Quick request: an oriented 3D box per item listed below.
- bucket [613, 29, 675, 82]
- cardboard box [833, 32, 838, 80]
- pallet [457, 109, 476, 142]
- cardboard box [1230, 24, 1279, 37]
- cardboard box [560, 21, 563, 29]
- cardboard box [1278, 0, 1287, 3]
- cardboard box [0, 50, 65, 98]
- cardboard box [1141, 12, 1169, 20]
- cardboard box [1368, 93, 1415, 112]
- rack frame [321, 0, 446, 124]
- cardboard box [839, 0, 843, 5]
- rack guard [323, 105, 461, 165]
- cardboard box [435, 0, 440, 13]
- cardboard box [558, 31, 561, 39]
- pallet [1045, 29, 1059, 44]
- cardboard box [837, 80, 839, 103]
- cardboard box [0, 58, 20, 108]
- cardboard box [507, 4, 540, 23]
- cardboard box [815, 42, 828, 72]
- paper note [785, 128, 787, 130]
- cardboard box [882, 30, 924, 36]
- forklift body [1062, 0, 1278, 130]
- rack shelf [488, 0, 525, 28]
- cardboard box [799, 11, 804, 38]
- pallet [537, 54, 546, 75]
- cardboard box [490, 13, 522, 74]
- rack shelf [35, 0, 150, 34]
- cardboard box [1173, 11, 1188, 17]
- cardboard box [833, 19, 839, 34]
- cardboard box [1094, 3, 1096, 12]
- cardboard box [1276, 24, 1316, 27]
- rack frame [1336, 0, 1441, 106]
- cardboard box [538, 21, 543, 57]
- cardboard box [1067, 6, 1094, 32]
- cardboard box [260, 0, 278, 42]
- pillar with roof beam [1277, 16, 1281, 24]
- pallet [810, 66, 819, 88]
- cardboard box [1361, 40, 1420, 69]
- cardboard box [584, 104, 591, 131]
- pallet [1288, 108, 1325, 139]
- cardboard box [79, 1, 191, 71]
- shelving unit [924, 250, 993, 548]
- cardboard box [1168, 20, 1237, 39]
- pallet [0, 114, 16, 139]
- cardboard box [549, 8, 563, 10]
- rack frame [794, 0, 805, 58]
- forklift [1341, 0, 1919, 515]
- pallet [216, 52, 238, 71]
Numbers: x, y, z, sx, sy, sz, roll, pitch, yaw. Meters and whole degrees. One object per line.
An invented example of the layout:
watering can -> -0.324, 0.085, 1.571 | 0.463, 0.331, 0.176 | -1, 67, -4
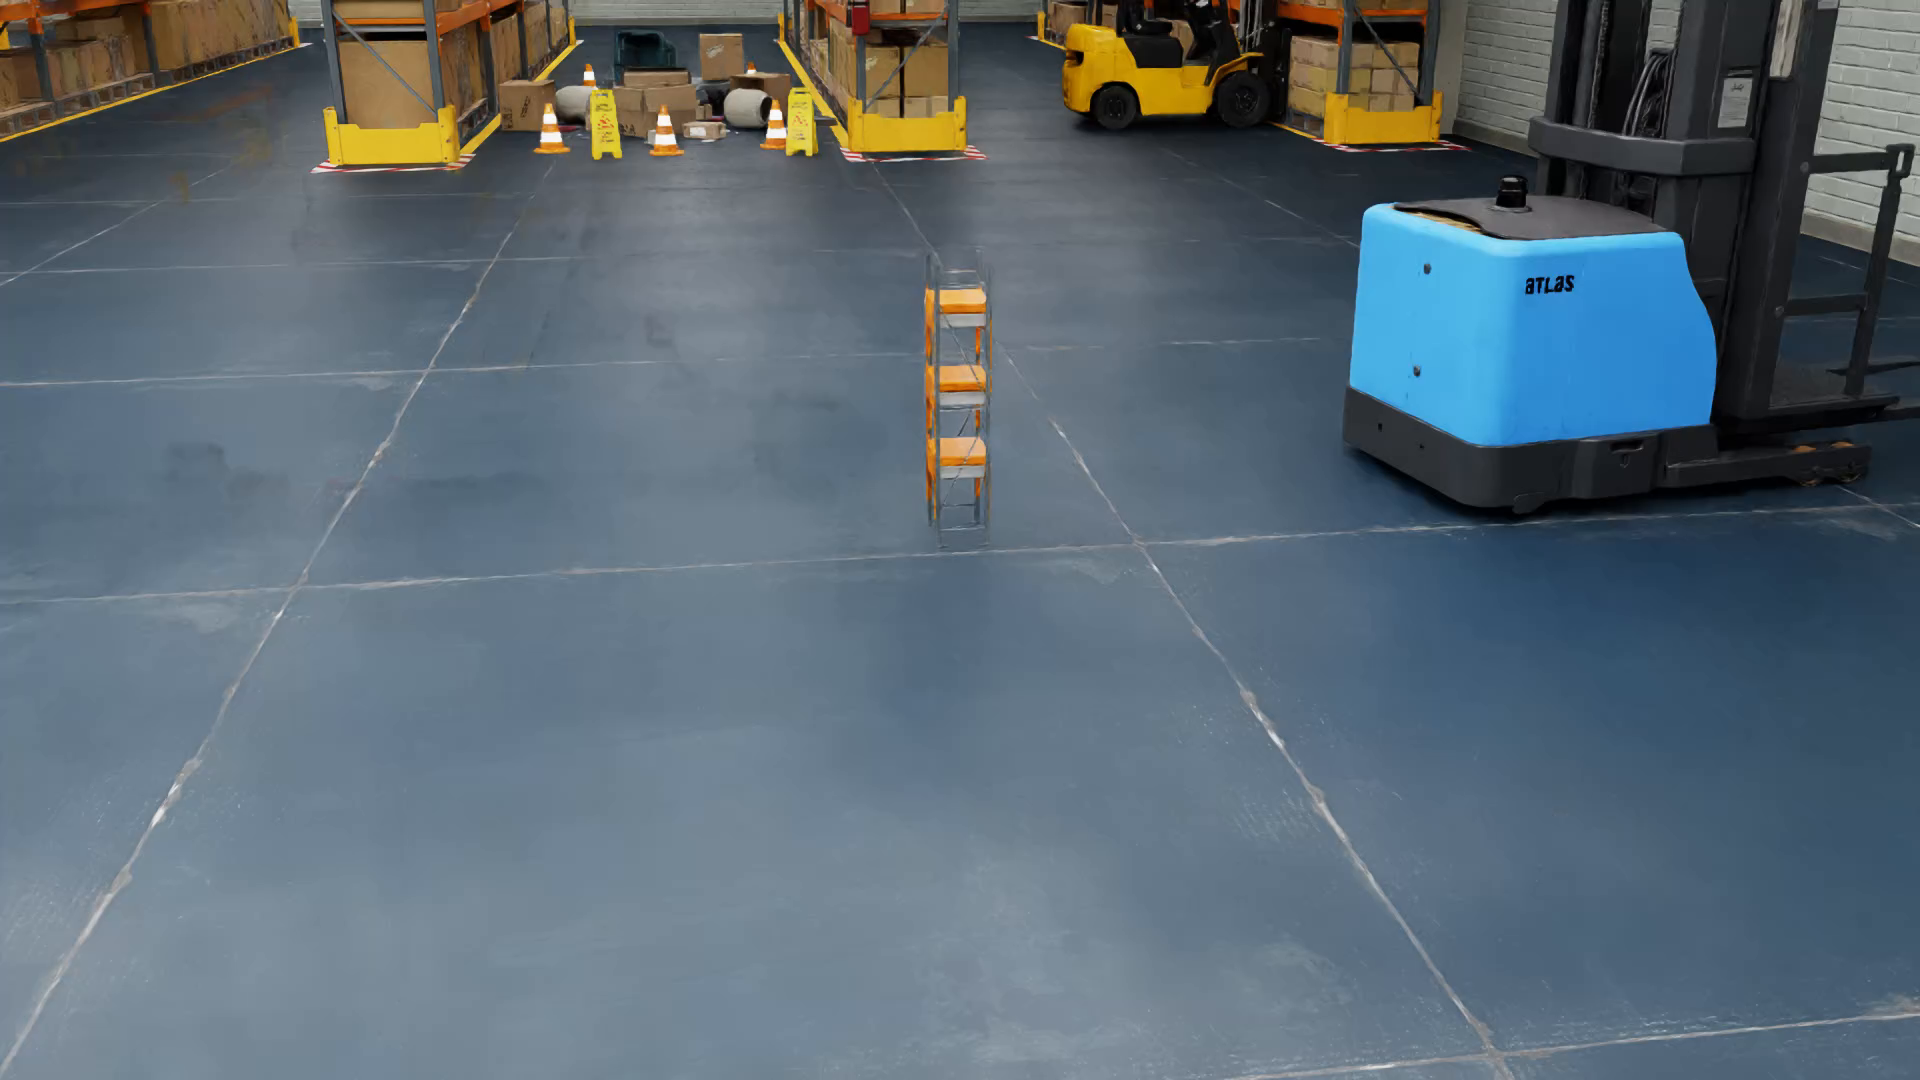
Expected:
bucket -> -3.681, -5.675, 19.630 | 0.726, 0.611, 0.620 | 4, 11, 11
cardboard box -> -1.191, -5.569, 19.098 | 0.500, 0.500, 0.500 | -2, 21, -6
pallet -> -5.770, -4.430, 17.777 | 1.003, 0.211, 1.213 | -3, 21, -8
cardboard box -> 3.573, -6.157, 20.315 | 0.500, 0.250, 0.500 | -3, 21, -9
cardboard box -> -7.189, -9.056, 29.224 | 0.380, 0.149, 0.250 | -3, 21, -7
cardboard box -> 3.836, -6.314, 18.690 | 0.500, 0.500, 0.500 | -3, 21, -7
cardboard box -> -10.972, -5.461, 19.494 | 0.700, 0.500, 0.500 | -5, 21, -12
cardboard box -> 2.915, -7.836, 24.955 | 0.380, 0.149, 0.250 | -4, 21, -10
cardboard box -> 4.513, -4.667, 17.755 | 0.500, 0.250, 0.500 | -3, 21, -8
rack frame -> -5.405, -5.042, 15.429 | 1.000, 3.000, 0.127 | -3, 21, -8
cardboard box -> -1.131, -5.940, 18.191 | 0.380, 0.149, 0.250 | -3, 21, -8
rack guard -> -5.402, -3.863, 15.845 | 1.175, 0.500, 0.348 | -3, 21, -8
cardboard box -> -5.604, -5.428, 16.248 | 0.875, 0.550, 0.550 | -3, 21, -8
cardboard box -> -7.172, -8.826, 29.035 | 0.380, 0.149, 0.250 | -3, 21, -7
pallet -> 2.210, -9.510, 31.376 | 1.003, 0.211, 1.213 | -3, 21, -8
cardboard box -> -1.113, -5.035, 18.739 | 0.500, 0.250, 0.500 | -3, 21, -8
cardboard box -> -10.886, -5.097, 18.549 | 0.500, 0.500, 0.500 | -4, 21, -9
cardboard box -> -6.626, -7.968, 25.164 | 0.500, 0.250, 0.500 | -4, 21, -10
cardboard box -> -1.489, -6.611, 22.786 | 0.950, 0.372, 0.625 | -3, 21, -9
paper note -> -1.920, -4.540, 18.329 | 0.142, 0.019, 0.148 | -11, 23, -26
cardboard box -> -0.672, -5.605, 19.193 | 0.500, 0.500, 0.500 | -3, 21, -7
forklift body -> 2.311, -5.746, 18.525 | 2.313, 2.155, 1.214 | -3, 21, -8
rack shelf -> -6.270, -6.783, 21.117 | 1.077, 0.370, 4.000 | -3, 21, -8
cardboard box -> -2.365, -9.011, 29.117 | 0.875, 0.438, 0.875 | -4, 21, -9
pallet -> -6.842, -7.198, 25.187 | 1.003, 0.211, 1.213 | -3, 21, -8
cardboard box -> -6.560, -6.740, 22.589 | 1.050, 0.750, 0.750 | -3, 21, -8
rack shelf -> -11.193, -6.568, 20.541 | 1.077, 0.370, 4.000 | -3, 21, -8
cardboard box -> 3.458, -7.968, 25.307 | 0.380, 0.149, 0.250 | -2, 21, -6
cardboard box -> -1.246, -5.834, 18.879 | 0.380, 0.149, 0.250 | -2, 21, -6
cardboard box -> 2.449, -8.925, 27.871 | 0.380, 0.149, 0.250 | -2, 21, -5
cardboard box -> 4.076, -6.180, 20.376 | 0.500, 0.250, 0.500 | -3, 21, -7
rack frame -> 4.390, -5.579, 16.865 | 1.000, 3.000, 0.127 | -3, 21, -8
cardboard box -> -6.636, -7.624, 25.314 | 0.500, 0.500, 0.500 | -3, 21, -9
cardboard box -> 2.312, -9.270, 29.722 | 0.700, 0.500, 0.500 | -4, 21, -10
cardboard box -> -12.332, -9.036, 28.558 | 0.875, 0.875, 0.875 | -3, 21, -8
pillar with roof beam -> 0.056, -10.536, 21.564 | 9.100, 9.000, 0.400 | -3, 21, -8
pallet -> -1.563, -6.520, 23.371 | 1.003, 0.211, 1.213 | -3, 21, -8
cardboard box -> 4.508, -5.132, 17.569 | 0.500, 0.250, 0.500 | -3, 21, -9
cardboard box -> -3.911, -4.644, 18.271 | 0.396, 0.266, 0.258 | 1, 20, 2
pallet -> 4.238, -4.535, 18.056 | 1.003, 0.211, 1.213 | -3, 21, -8
cardboard box -> -11.560, -7.038, 23.210 | 1.225, 0.875, 0.875 | -4, 21, -10
shelving unit -> -0.008, -0.510, 6.082 | 0.215, 1.050, 0.252 | -3, 21, -8
cardboard box -> 3.415, -6.990, 23.439 | 0.875, 0.625, 0.625 | -2, 21, -6
pallet -> -10.594, -4.252, 17.298 | 1.003, 0.211, 1.213 | -3, 21, -8
cardboard box -> -7.385, -9.551, 30.126 | 0.380, 0.149, 0.250 | -3, 21, -7
rack frame -> -2.251, -9.482, 27.316 | 1.000, 3.000, 0.127 | -3, 21, -8
forklift -> 3.223, -1.758, 6.734 | 3.031, 2.935, 1.130 | -7, 21, -17
pallet -> -11.872, -7.412, 25.760 | 1.003, 0.211, 1.213 | -3, 21, -8
